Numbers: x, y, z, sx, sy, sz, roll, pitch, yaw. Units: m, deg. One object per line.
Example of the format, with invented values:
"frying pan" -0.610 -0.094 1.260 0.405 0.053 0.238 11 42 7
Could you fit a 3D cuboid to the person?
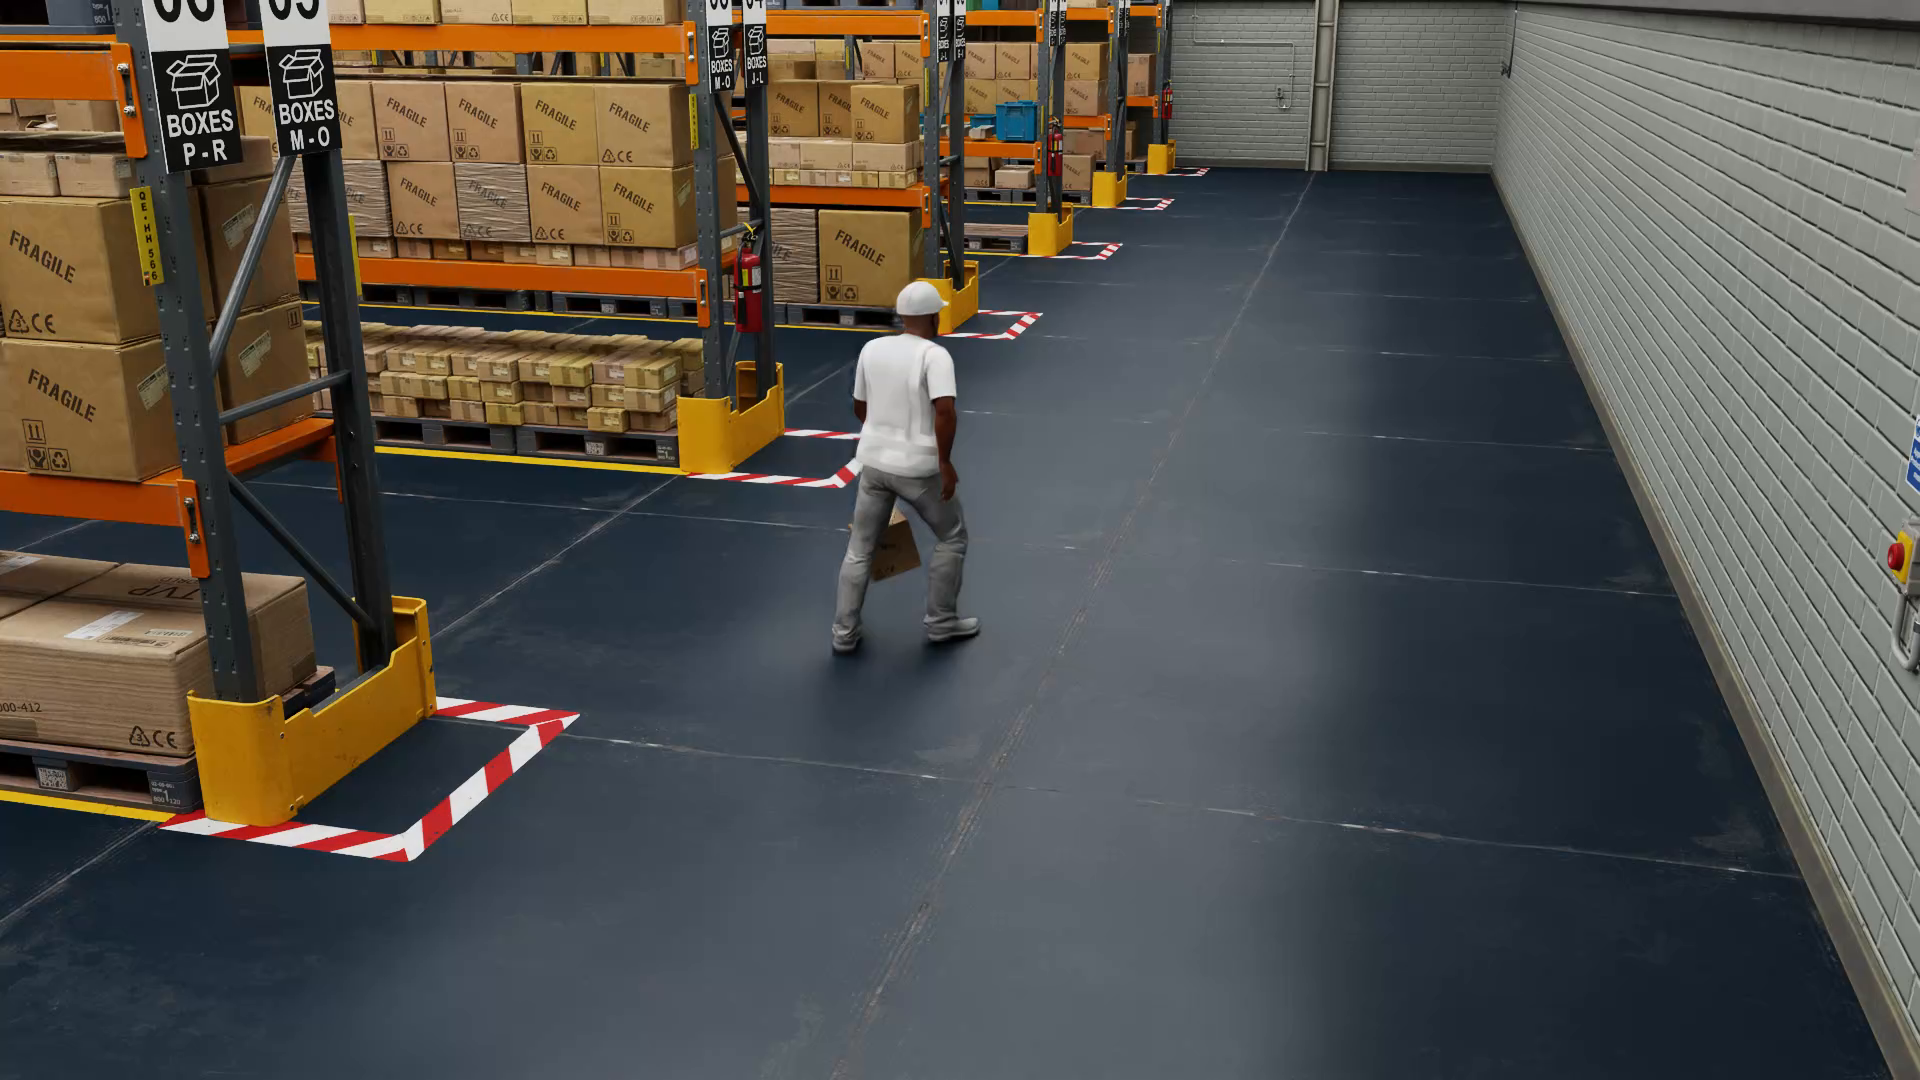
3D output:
"person" -0.250 -0.339 7.813 0.667 1.708 0.697 10 21 29
